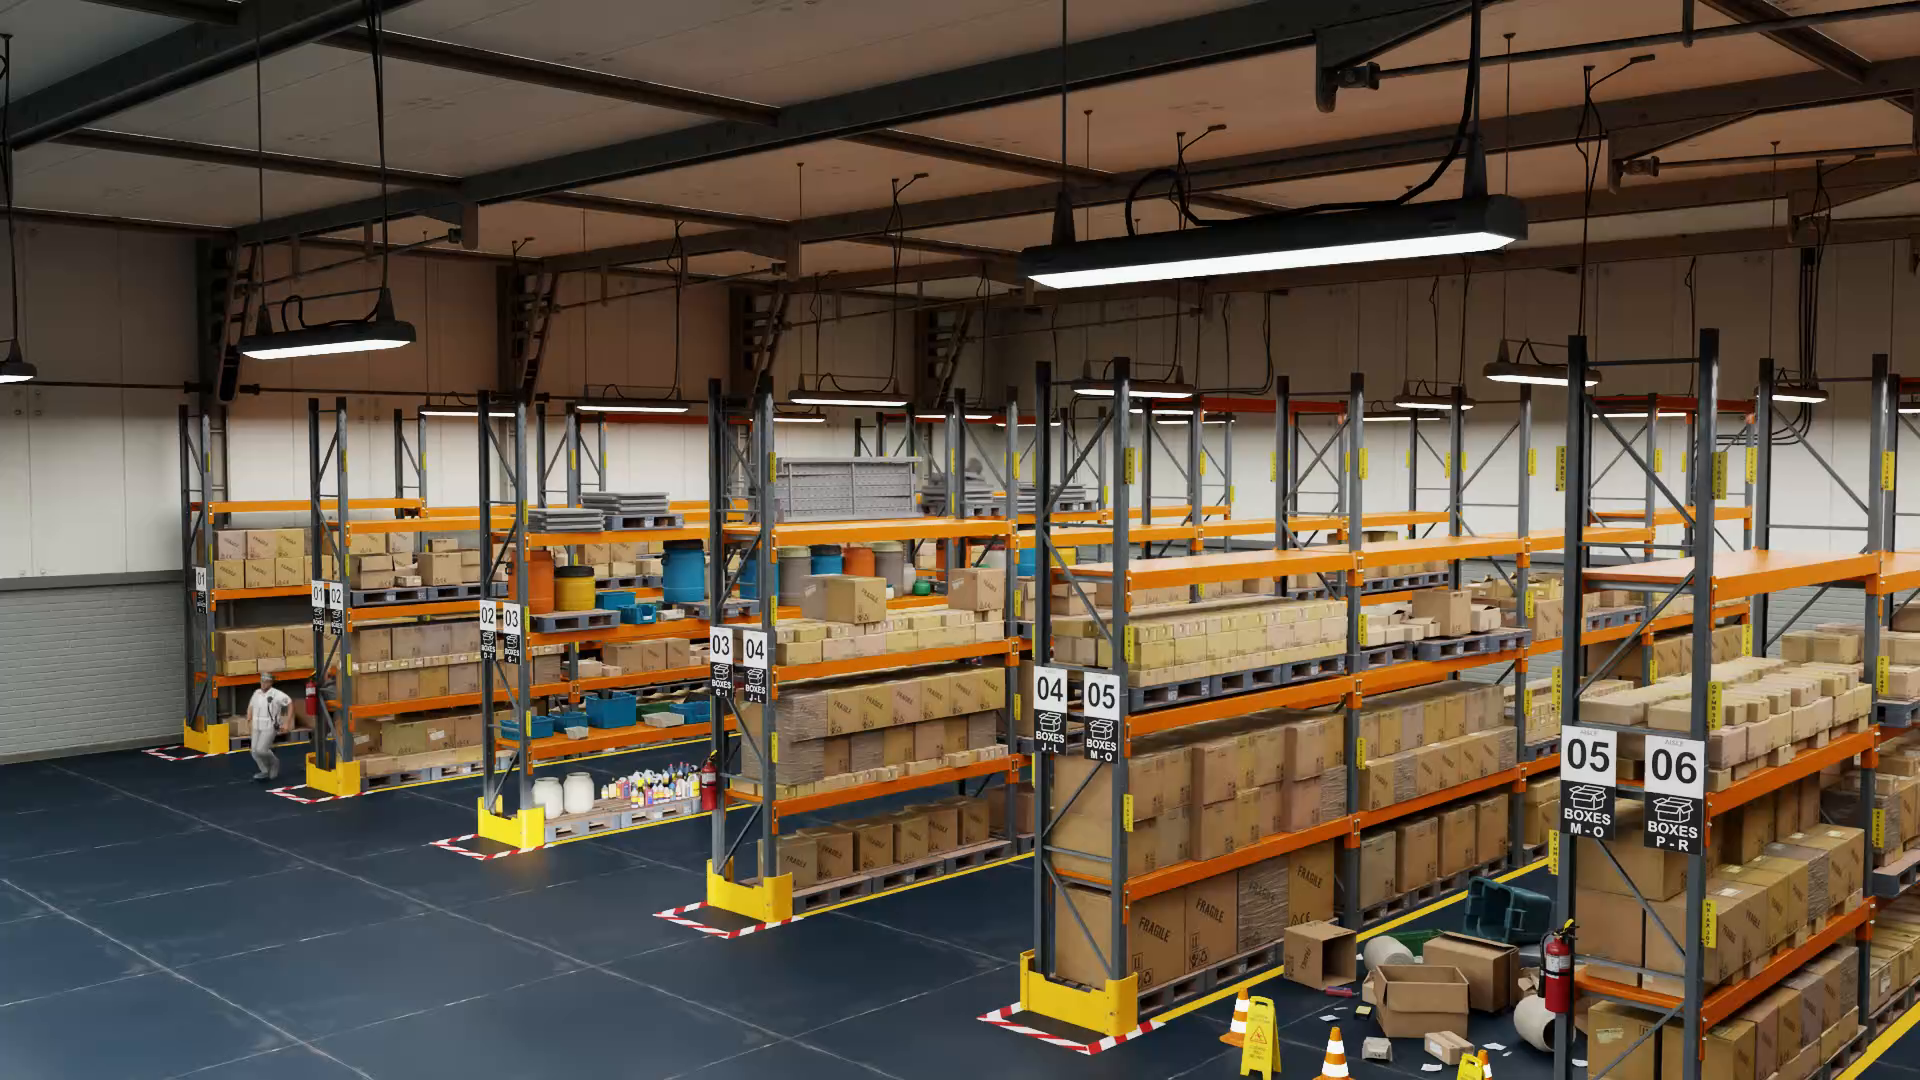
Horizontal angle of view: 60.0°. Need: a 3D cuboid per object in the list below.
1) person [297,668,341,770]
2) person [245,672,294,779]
[{"bbox_3d":[-10.346,2.893,27.217,0.973,1.665,0.603,-1,3,-21],"label":"person"},{"bbox_3d":[-10.877,2.919,26.080,0.724,1.710,0.591,1,3,15],"label":"person"}]
